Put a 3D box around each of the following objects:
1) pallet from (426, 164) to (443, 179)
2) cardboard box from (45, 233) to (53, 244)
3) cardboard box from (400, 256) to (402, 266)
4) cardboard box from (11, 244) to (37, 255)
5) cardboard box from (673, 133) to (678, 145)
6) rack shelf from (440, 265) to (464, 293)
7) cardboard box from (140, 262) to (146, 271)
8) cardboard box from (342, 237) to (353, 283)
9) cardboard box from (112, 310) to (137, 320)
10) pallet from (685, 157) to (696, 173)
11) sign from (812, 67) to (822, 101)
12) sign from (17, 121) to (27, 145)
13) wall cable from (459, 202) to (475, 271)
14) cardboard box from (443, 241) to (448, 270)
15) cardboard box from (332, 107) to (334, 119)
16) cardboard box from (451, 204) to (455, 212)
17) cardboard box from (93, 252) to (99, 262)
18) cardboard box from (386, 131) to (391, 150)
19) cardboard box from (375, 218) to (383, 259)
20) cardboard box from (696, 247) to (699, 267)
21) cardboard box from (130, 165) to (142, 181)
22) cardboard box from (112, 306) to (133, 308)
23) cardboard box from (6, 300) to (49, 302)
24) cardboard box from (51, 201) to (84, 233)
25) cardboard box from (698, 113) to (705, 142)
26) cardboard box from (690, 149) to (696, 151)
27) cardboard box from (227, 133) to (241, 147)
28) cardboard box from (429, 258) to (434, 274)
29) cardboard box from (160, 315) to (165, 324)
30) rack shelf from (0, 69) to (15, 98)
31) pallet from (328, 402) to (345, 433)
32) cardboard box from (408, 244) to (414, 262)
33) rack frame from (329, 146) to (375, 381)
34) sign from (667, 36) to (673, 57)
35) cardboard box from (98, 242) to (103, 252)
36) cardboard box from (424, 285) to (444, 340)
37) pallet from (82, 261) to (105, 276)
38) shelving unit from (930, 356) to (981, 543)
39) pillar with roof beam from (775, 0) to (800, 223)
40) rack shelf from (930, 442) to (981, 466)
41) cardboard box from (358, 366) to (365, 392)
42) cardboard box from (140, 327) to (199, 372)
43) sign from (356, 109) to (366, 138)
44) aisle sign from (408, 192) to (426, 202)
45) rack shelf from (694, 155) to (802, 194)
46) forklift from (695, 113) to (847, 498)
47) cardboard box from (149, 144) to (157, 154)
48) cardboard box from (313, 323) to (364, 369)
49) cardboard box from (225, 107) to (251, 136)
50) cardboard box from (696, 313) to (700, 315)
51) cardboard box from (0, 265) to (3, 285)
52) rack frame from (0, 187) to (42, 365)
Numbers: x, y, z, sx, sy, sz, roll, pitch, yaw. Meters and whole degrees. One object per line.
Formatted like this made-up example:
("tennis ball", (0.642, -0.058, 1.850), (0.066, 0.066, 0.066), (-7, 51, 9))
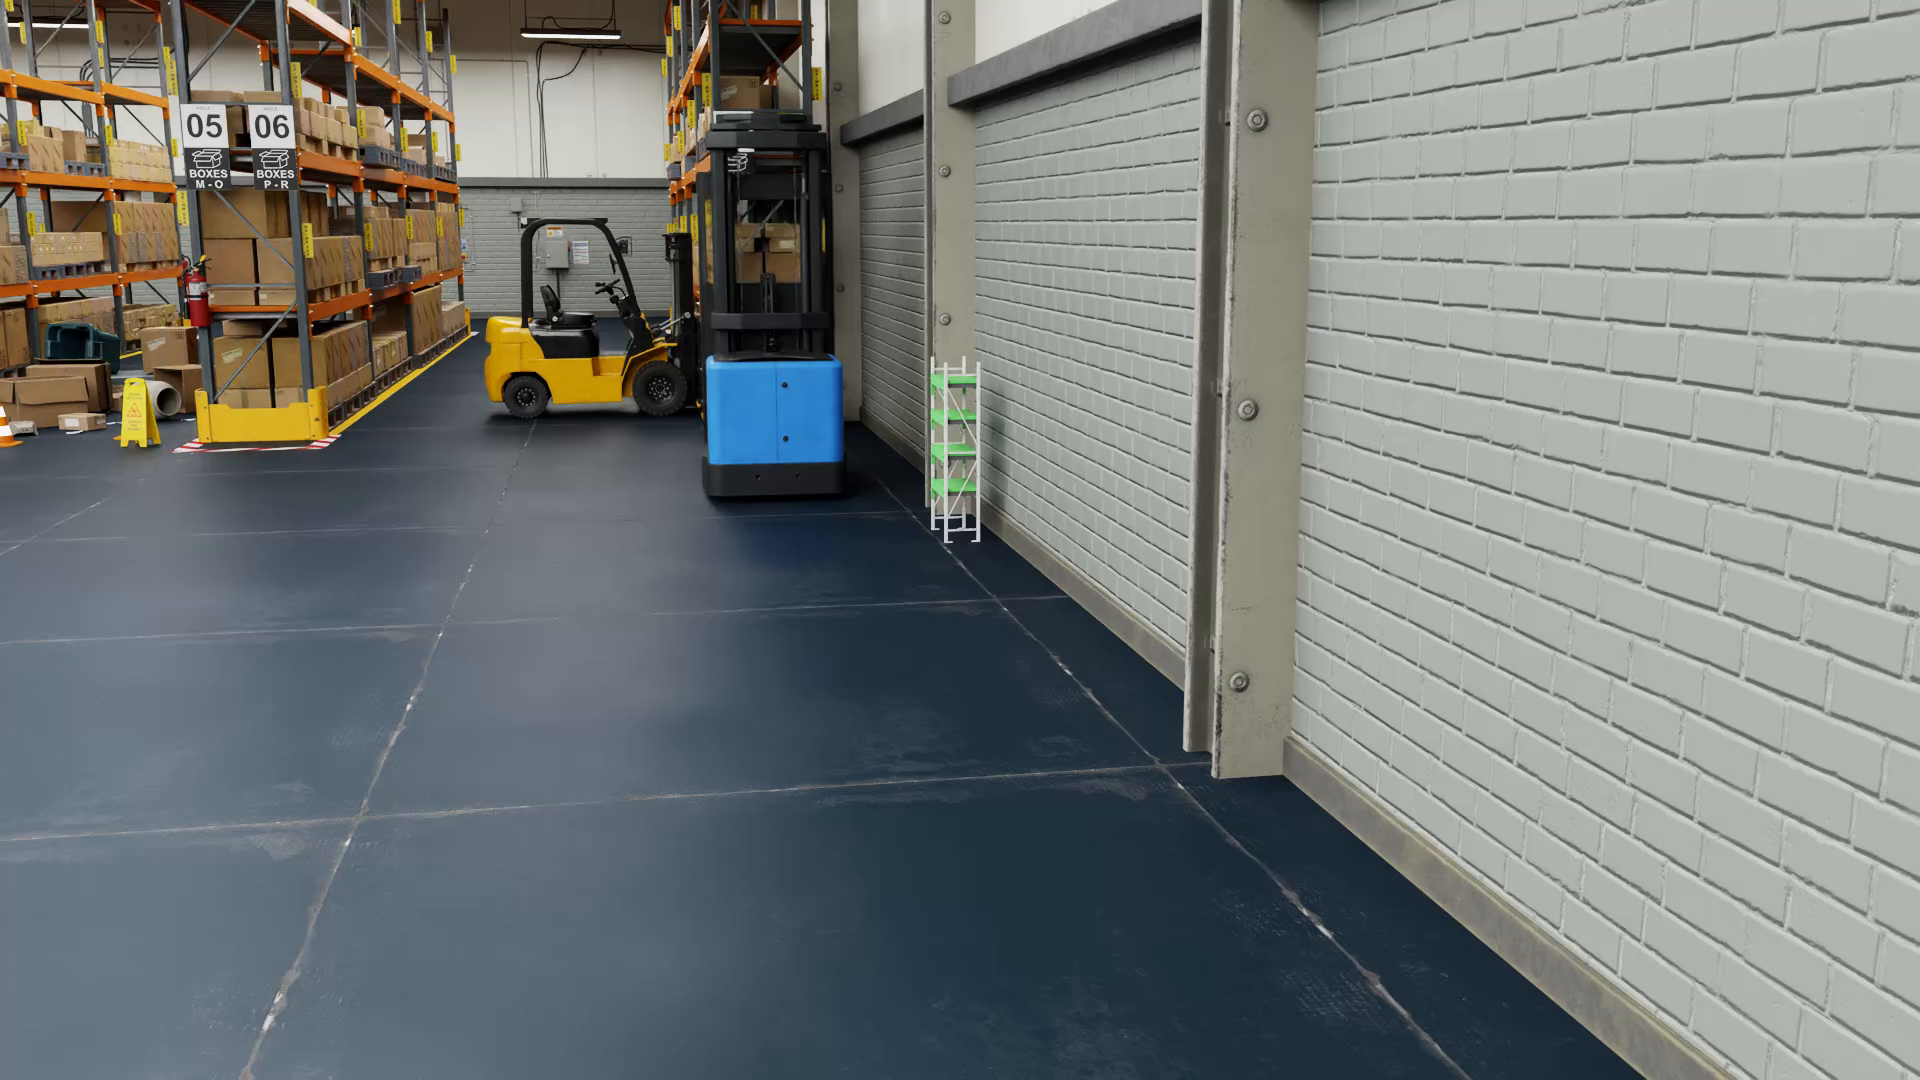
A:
("pallet", (-9.340, -6.239, 28.169), (1.003, 0.211, 1.213), (-2, 11, -11))
("cardboard box", (-13.298, -4.336, 23.915), (0.380, 0.149, 0.250), (-3, 11, -13))
("cardboard box", (-7.861, -3.819, 22.787), (0.380, 0.149, 0.250), (-3, 11, -14))
("cardboard box", (-13.146, -4.052, 23.214), (0.380, 0.149, 0.250), (-2, 11, -8))
("cardboard box", (-4.606, -6.727, 27.874), (0.396, 0.266, 0.258), (-2, 11, -12))
("rack shelf", (-9.580, -4.672, 29.645), (1.077, 0.370, 4.000), (-2, 11, -11))
("cardboard box", (-14.065, -4.640, 28.226), (0.380, 0.149, 0.250), (-2, 11, -8))
("cardboard box", (-7.092, -3.125, 18.530), (0.500, 0.500, 0.500), (-2, 11, -9))
("cardboard box", (-14.056, -3.773, 27.909), (0.380, 0.149, 0.250), (-2, 11, -12))
("pallet", (-3.325, -5.366, 23.849), (1.213, 0.211, 1.003), (-2, 11, -8))
("sign", (-1.443, -4.600, 16.770), (0.100, 0.325, 0.005), (-2, 11, -11))
("sign", (-12.703, -5.512, 22.515), (0.100, 0.325, 0.005), (-2, 11, -11))
("wall cable", (-11.088, -6.940, 36.836), (0.585, 1.953, 0.123), (-2, 11, -11))
("cardboard box", (-9.119, -4.896, 28.629), (0.500, 0.500, 0.500), (-2, 11, -11))
("cardboard box", (-7.041, -4.648, 18.109), (0.380, 0.149, 0.250), (-2, 11, -10))
("cardboard box", (-9.497, -6.103, 30.562), (0.380, 0.149, 0.250), (-2, 11, -12))
("cardboard box", (-13.704, -4.430, 25.997), (0.380, 0.149, 0.250), (-2, 11, -11))
("cardboard box", (-7.574, -5.104, 21.245), (0.500, 0.250, 0.500), (-2, 11, -12))
("cardboard box", (-7.543, -3.781, 20.855), (0.500, 0.500, 0.500), (-2, 11, -11))
("cardboard box", (-3.113, -3.625, 21.286), (0.500, 0.250, 0.500), (-2, 11, -12))
("cardboard box", (-14.046, -6.142, 27.824), (0.500, 0.250, 0.500), (-2, 11, -9))
("cardboard box", (-14.812, -4.044, 29.331), (0.380, 0.149, 0.250), (-3, 11, -14))
("cardboard box", (-13.941, -3.471, 24.965), (0.500, 0.250, 0.500), (-2, 11, -9))
("cardboard box", (-14.383, -5.223, 26.878), (0.500, 0.500, 0.500), (-3, 11, -13))
("cardboard box", (-2.844, -4.896, 19.725), (0.500, 0.311, 0.500), (-2, 11, -10))
("cardboard box", (-3.428, -5.310, 22.333), (0.380, 0.149, 0.250), (-2, 11, -12))
("cardboard box", (-7.201, -3.863, 16.121), (0.380, 0.149, 0.250), (-2, 11, -11))
("cardboard box", (-8.758, -4.419, 26.790), (0.500, 0.250, 0.500), (-2, 11, -12))
("cardboard box", (-14.206, -3.870, 29.211), (0.380, 0.149, 0.250), (-2, 11, -10))
("rack shelf", (-12.860, -5.757, 20.370), (1.077, 0.370, 4.000), (-2, 11, -11))
("pallet", (-6.995, -1.252, 17.211), (1.003, 0.211, 1.213), (-2, 11, -11))
("cardboard box", (-8.269, -4.199, 24.299), (0.500, 0.250, 0.500), (-2, 11, -11))
("rack frame", (-7.635, -3.192, 19.942), (1.000, 3.000, 0.127), (-2, 11, -11))
("sign", (-4.858, -8.268, 27.861), (0.100, 0.325, 0.005), (-2, 11, -11))
("cardboard box", (-13.756, -4.623, 26.218), (0.380, 0.149, 0.250), (-2, 11, -9))
("cardboard box", (-8.992, -3.710, 27.228), (0.875, 0.875, 0.875), (-2, 11, -9))
("pallet", (-14.021, -4.221, 25.861), (1.003, 0.211, 1.213), (-2, 11, -11))
("shelving unit", (-0.032, -0.620, 11.244), (0.258, 1.200, 0.503), (-2, 11, -11))
("pillar with roof beam", (-6.630, -6.691, 22.281), (9.100, 9.000, 0.400), (-2, 11, -11))
("rack shelf", (-0.032, -0.557, 11.256), (0.258, 0.148, 0.480), (-2, 11, -11))
("cardboard box", (-7.143, -1.851, 19.130), (0.500, 0.250, 0.500), (-2, 11, -13))
("cardboard box", (-9.375, -2.265, 19.736), (0.500, 0.500, 0.500), (-2, 11, -11))
("sign", (-7.104, -4.940, 19.724), (0.100, 0.325, 0.005), (-2, 11, -11))
("aisle sign", (-10.267, -6.672, 31.276), (0.394, 0.787, 0.004), (-2, 11, -11))
("rack shelf", (-2.378, -4.126, 18.754), (1.077, 0.370, 4.000), (-2, 11, -11))
("forklift", (-1.614, -1.990, 13.811), (1.130, 2.935, 3.031), (-2, 11, -9))
("cardboard box", (-14.292, -6.845, 29.110), (0.380, 0.149, 0.250), (-2, 11, -10))
("cardboard box", (-7.156, -2.223, 19.081), (0.500, 0.500, 0.500), (-2, 11, -10))
("cardboard box", (-7.221, -4.088, 16.235), (0.500, 0.250, 0.500), (-2, 11, -12))
("cardboard box", (-3.302, -2.912, 23.699), (0.875, 0.625, 0.625), (-2, 11, -9))
("cardboard box", (-12.705, -3.520, 21.399), (0.500, 0.500, 0.500), (-2, 11, -12))
("rack frame", (-13.249, -3.727, 22.753), (1.000, 3.000, 0.127), (-2, 11, -11))
